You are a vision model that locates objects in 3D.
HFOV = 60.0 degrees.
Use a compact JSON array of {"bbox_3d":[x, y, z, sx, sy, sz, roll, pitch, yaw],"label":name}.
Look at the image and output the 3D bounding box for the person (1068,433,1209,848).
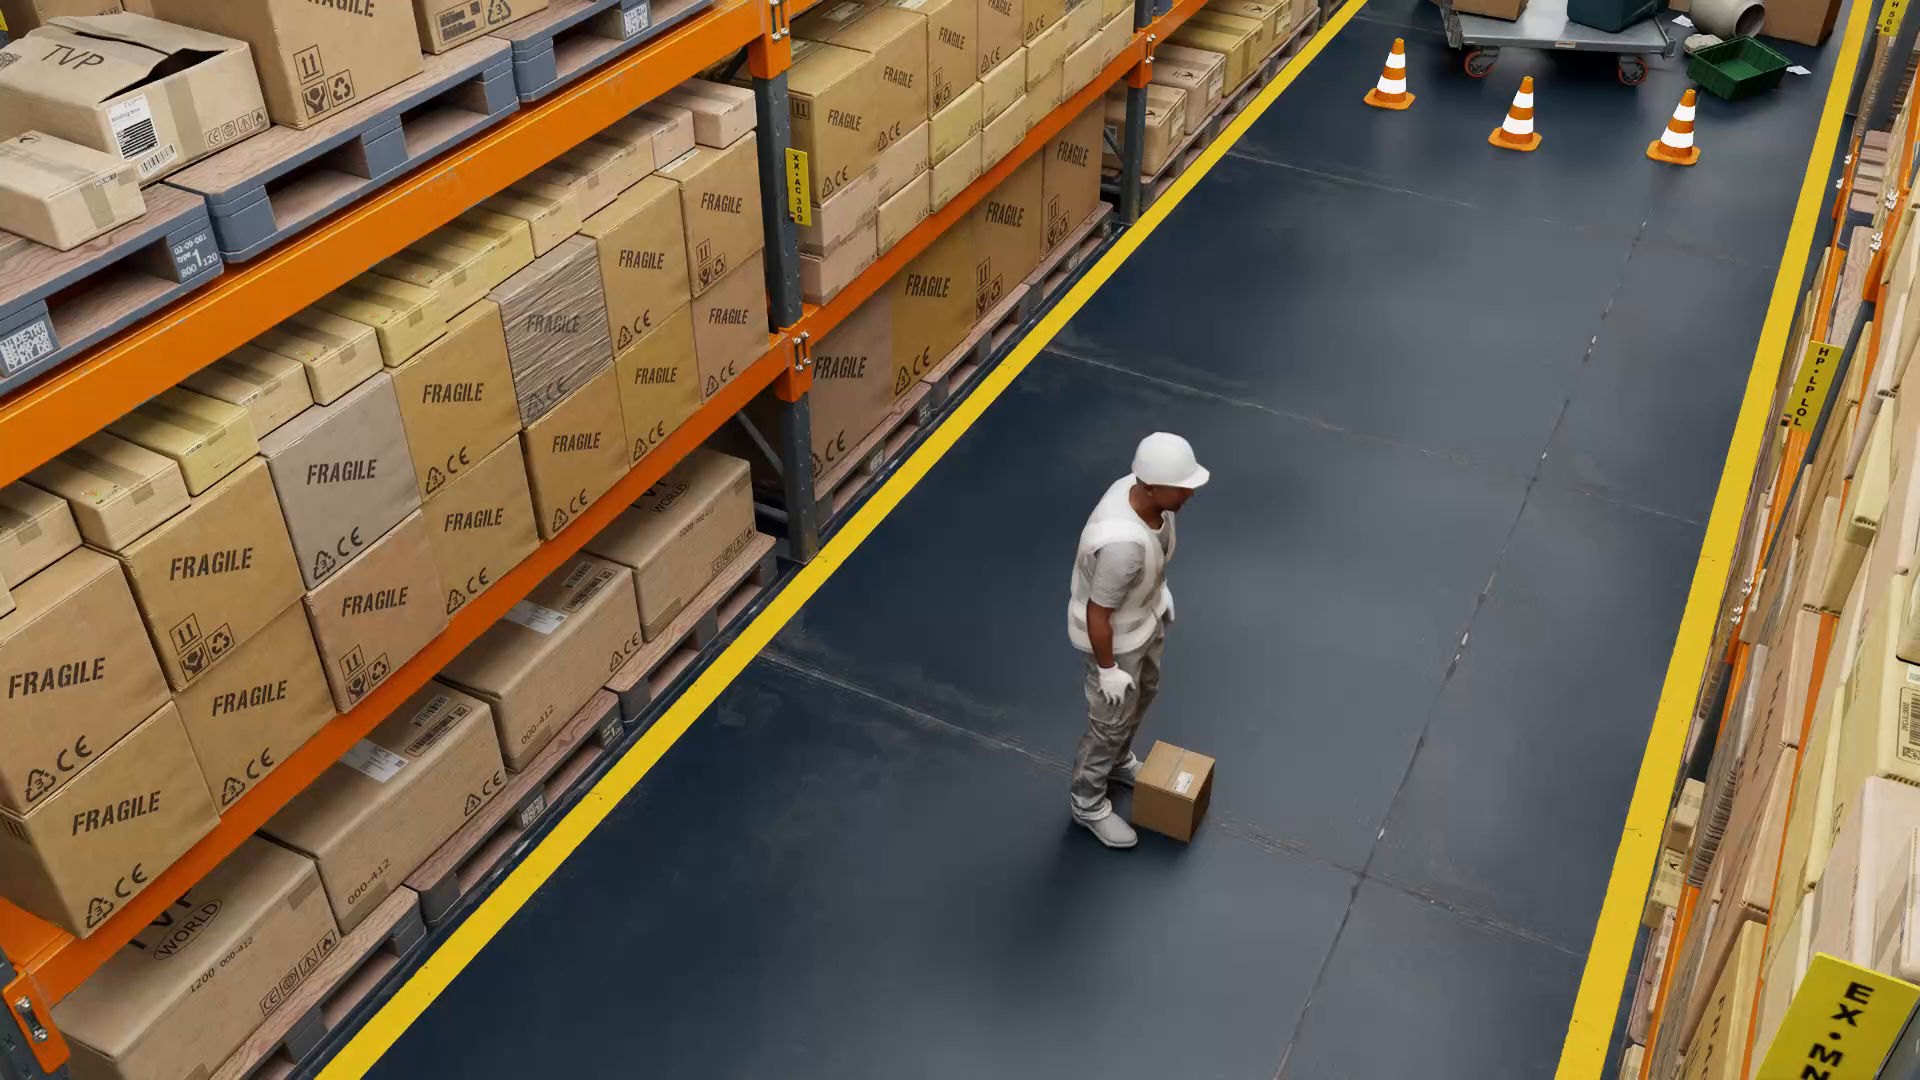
[{"bbox_3d":[0.648,0.345,6.293,0.450,1.774,0.632,16,41,20],"label":"person"}]
